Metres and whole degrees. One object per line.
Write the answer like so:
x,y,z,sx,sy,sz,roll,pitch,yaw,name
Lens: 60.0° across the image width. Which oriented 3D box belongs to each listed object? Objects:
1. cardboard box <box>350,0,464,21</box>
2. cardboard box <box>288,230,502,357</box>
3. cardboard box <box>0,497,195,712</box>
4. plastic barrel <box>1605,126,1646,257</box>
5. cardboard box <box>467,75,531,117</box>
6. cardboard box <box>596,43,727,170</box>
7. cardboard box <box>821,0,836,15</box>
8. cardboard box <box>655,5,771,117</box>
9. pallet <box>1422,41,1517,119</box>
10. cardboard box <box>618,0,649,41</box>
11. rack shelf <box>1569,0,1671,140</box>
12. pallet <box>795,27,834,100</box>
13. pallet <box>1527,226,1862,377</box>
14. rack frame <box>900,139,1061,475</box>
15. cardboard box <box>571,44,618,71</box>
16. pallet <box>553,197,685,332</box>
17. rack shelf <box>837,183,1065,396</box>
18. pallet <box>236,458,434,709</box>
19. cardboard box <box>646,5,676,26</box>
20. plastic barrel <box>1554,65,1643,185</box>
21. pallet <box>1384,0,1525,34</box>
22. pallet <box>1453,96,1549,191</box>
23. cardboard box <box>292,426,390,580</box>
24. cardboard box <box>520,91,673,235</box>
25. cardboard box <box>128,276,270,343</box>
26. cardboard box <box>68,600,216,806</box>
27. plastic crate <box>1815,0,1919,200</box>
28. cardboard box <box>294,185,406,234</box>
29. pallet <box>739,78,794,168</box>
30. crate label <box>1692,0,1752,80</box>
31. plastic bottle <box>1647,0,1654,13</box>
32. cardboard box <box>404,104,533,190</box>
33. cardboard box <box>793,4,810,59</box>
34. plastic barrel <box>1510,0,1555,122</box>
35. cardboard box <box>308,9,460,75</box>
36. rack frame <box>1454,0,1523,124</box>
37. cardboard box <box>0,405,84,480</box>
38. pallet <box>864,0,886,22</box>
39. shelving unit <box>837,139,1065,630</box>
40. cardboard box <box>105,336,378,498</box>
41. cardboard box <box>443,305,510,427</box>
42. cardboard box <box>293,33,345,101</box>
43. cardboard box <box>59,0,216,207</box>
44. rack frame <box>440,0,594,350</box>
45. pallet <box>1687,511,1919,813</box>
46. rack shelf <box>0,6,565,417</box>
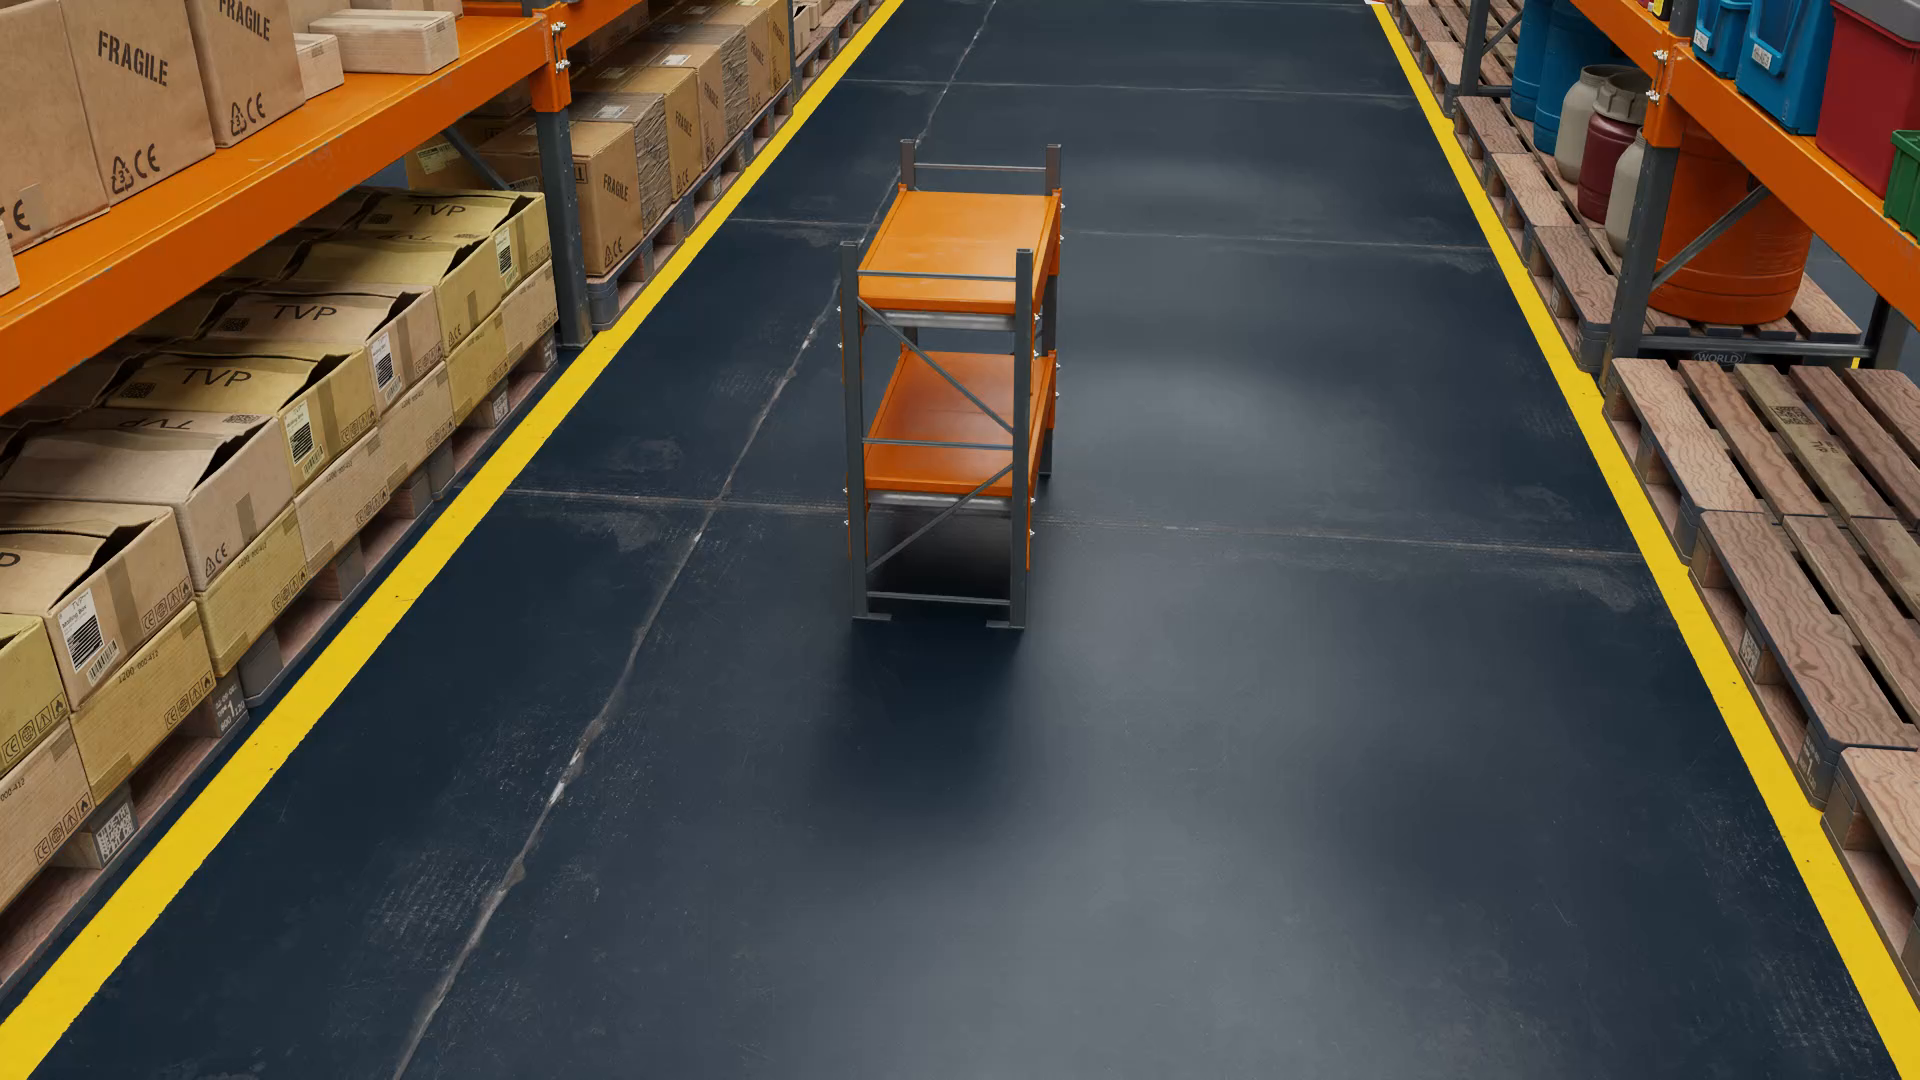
-2.084,-1.932,5.767,0.500,0.311,0.500,5,29,9,cardboard box
-1.873,-0.855,5.540,0.500,0.311,0.500,3,28,5,cardboard box
-2.122,0.106,3.755,0.500,0.311,0.500,3,28,6,cardboard box
2.943,-1.442,6.945,0.421,0.512,0.421,0,28,0,plastic barrel
-2.112,-2.044,7.262,0.500,0.250,0.500,4,29,8,cardboard box
-1.473,-2.159,8.267,0.500,0.500,0.500,2,28,4,cardboard box
-1.281,-4.002,11.684,0.797,0.503,0.637,3,28,6,cardboard box
-1.351,-2.635,9.150,0.500,0.500,0.500,3,29,6,cardboard box
3.461,-2.854,10.325,1.003,0.211,1.213,3,28,6,pallet
-1.930,-2.762,8.595,0.500,0.250,0.500,3,29,6,cardboard box
3.164,-2.475,7.440,1.077,0.370,4.000,3,28,6,rack shelf
-1.421,-3.118,10.816,1.003,0.211,1.213,3,28,6,pallet
2.975,-0.996,6.876,1.003,0.211,1.213,3,28,6,pallet
0.063,-0.738,5.433,0.500,1.125,0.032,3,28,6,rack frame
-1.993,-2.178,8.302,0.500,0.500,0.500,2,28,4,cardboard box
-1.867,-1.261,7.369,1.003,0.211,1.213,3,28,6,pallet
0.001,-0.756,4.850,0.538,0.278,1.000,3,28,6,rack shelf
-2.288,0.046,4.943,1.003,0.211,1.213,3,28,6,pallet
-1.862,-2.651,9.179,0.500,0.500,0.500,4,29,7,cardboard box
3.081,-1.974,7.931,0.421,0.512,0.421,0,28,0,plastic barrel
3.760,-4.002,12.457,1.003,0.211,1.213,3,28,6,pallet
3.274,-2.145,9.008,1.003,0.211,1.213,3,28,6,pallet
-2.003,-0.131,4.786,0.500,0.250,0.500,4,29,7,cardboard box
-1.598,-1.677,7.373,0.500,0.500,0.500,2,28,4,cardboard box
-2.473,-0.644,5.148,0.500,0.311,0.500,3,28,5,cardboard box
-2.127,0.353,3.889,0.500,0.250,0.500,4,29,7,cardboard box
2.418,-1.136,4.128,0.402,0.464,0.583,3,28,6,plastic crate
-2.352,-1.132,6.053,0.500,0.311,0.500,4,29,8,cardboard box
-1.568,-2.410,9.501,1.003,0.211,1.213,3,28,6,pallet
2.496,-1.600,5.234,0.303,0.233,0.416,3,28,6,crate label
2.578,-2.031,6.067,0.097,0.201,0.097,0,28,0,plastic bottle
-2.115,-1.687,7.390,0.500,0.500,0.500,4,29,8,cardboard box
-1.240,-3.218,10.431,0.500,0.311,0.500,3,28,6,cardboard box
3.326,-2.739,8.941,0.600,0.901,0.708,3,28,6,plastic barrel
-1.832,-1.590,5.303,0.380,0.149,0.250,3,28,6,cardboard box
3.409,-3.733,9.017,1.000,3.000,0.127,3,28,6,rack frame
-2.600,-0.166,4.260,0.500,0.311,0.500,3,28,6,cardboard box
-1.122,-4.267,12.948,1.003,0.211,1.213,3,28,6,pallet
0.001,-0.498,4.989,0.538,1.125,1.048,3,28,6,shelving unit
-2.001,-0.382,4.662,0.500,0.311,0.500,4,29,8,cardboard box
-1.878,-0.610,5.675,0.500,0.250,0.500,3,28,6,cardboard box
-2.097,-1.426,4.999,0.380,0.149,0.250,5,29,10,cardboard box
-2.250,-1.145,4.108,0.500,0.500,0.500,3,28,6,cardboard box
-1.996,-2.140,6.059,1.000,3.000,0.127,3,28,6,rack frame
2.634,0.312,4.447,1.003,0.211,1.213,3,28,6,pallet
-2.241,-0.882,4.482,1.077,0.370,4.000,3,28,6,rack shelf
